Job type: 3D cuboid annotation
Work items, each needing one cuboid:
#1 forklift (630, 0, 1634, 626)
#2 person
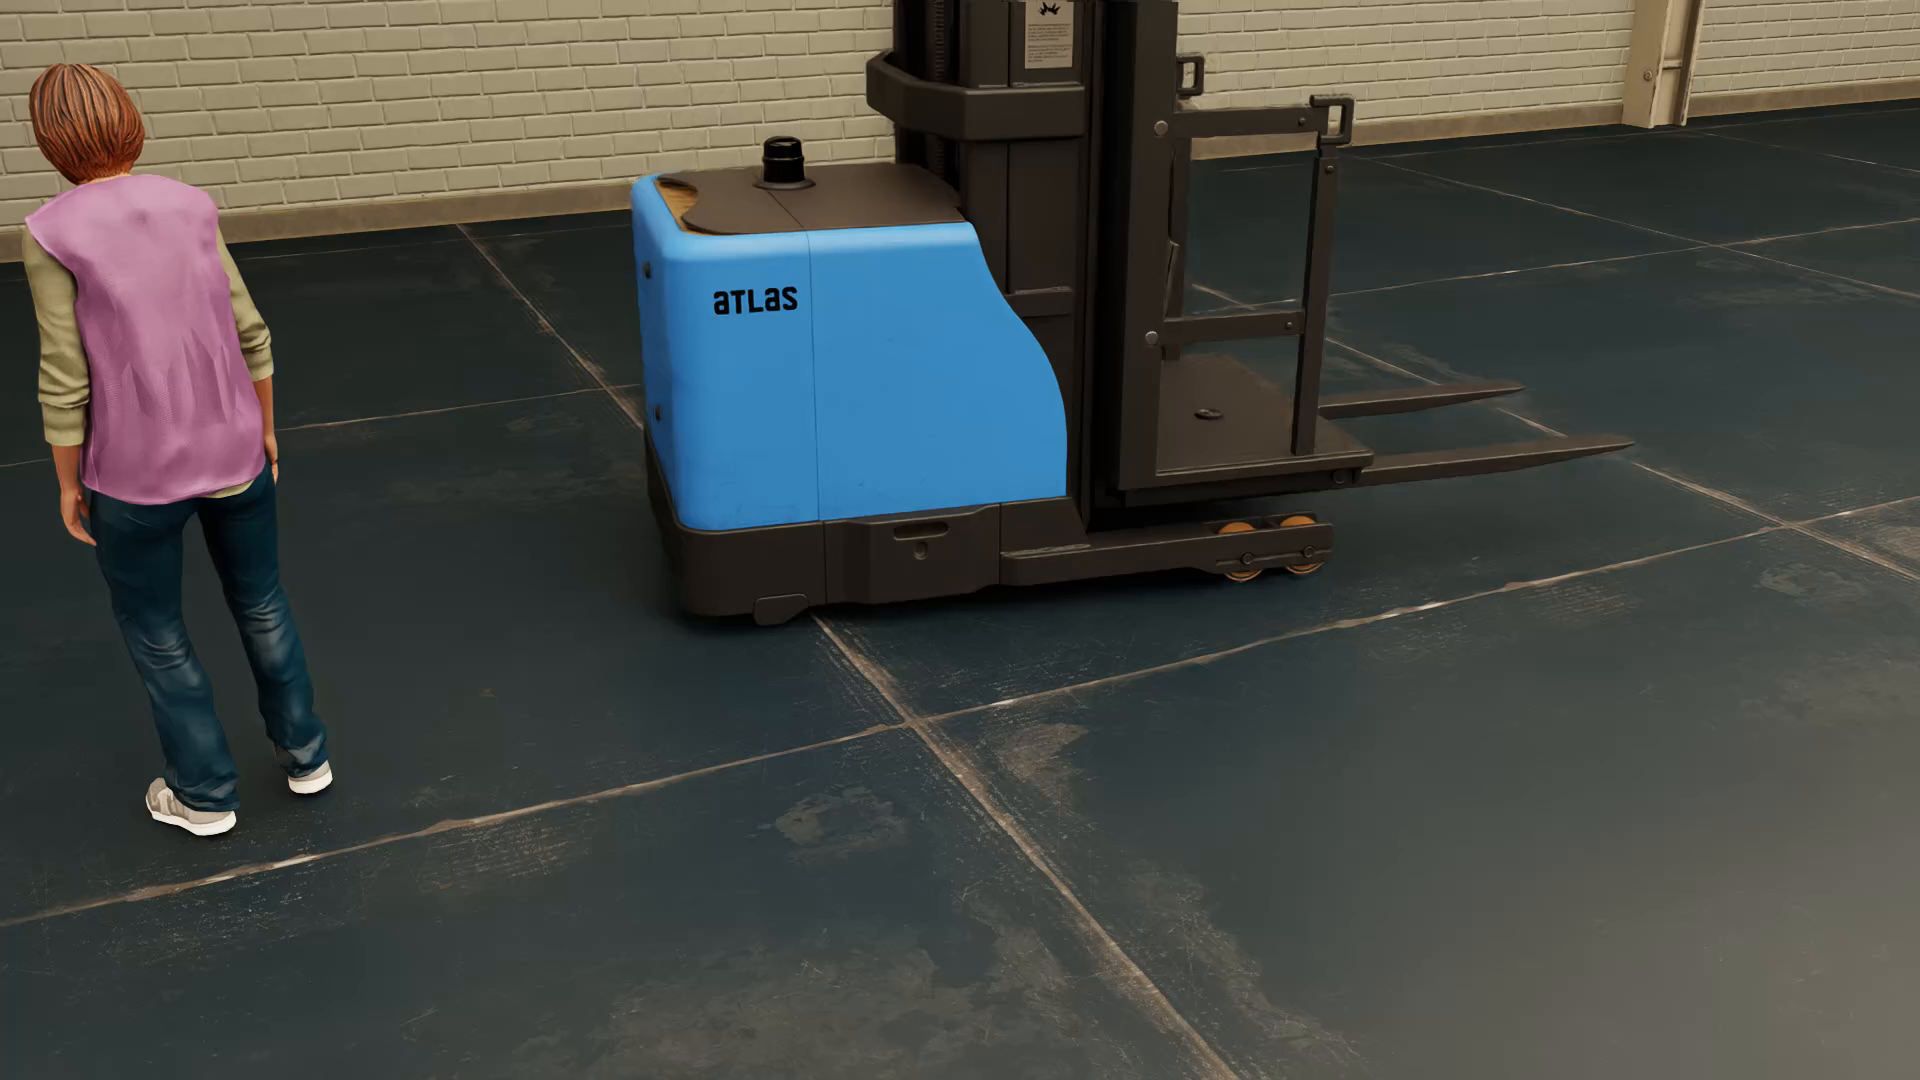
[{"bbox_3d":[0.591,-1.423,4.712,3.031,2.935,1.130,-6,23,-14],"label":"forklift"},{"bbox_3d":[-1.593,-0.144,3.381,0.348,1.590,0.474,19,29,39],"label":"person"}]
